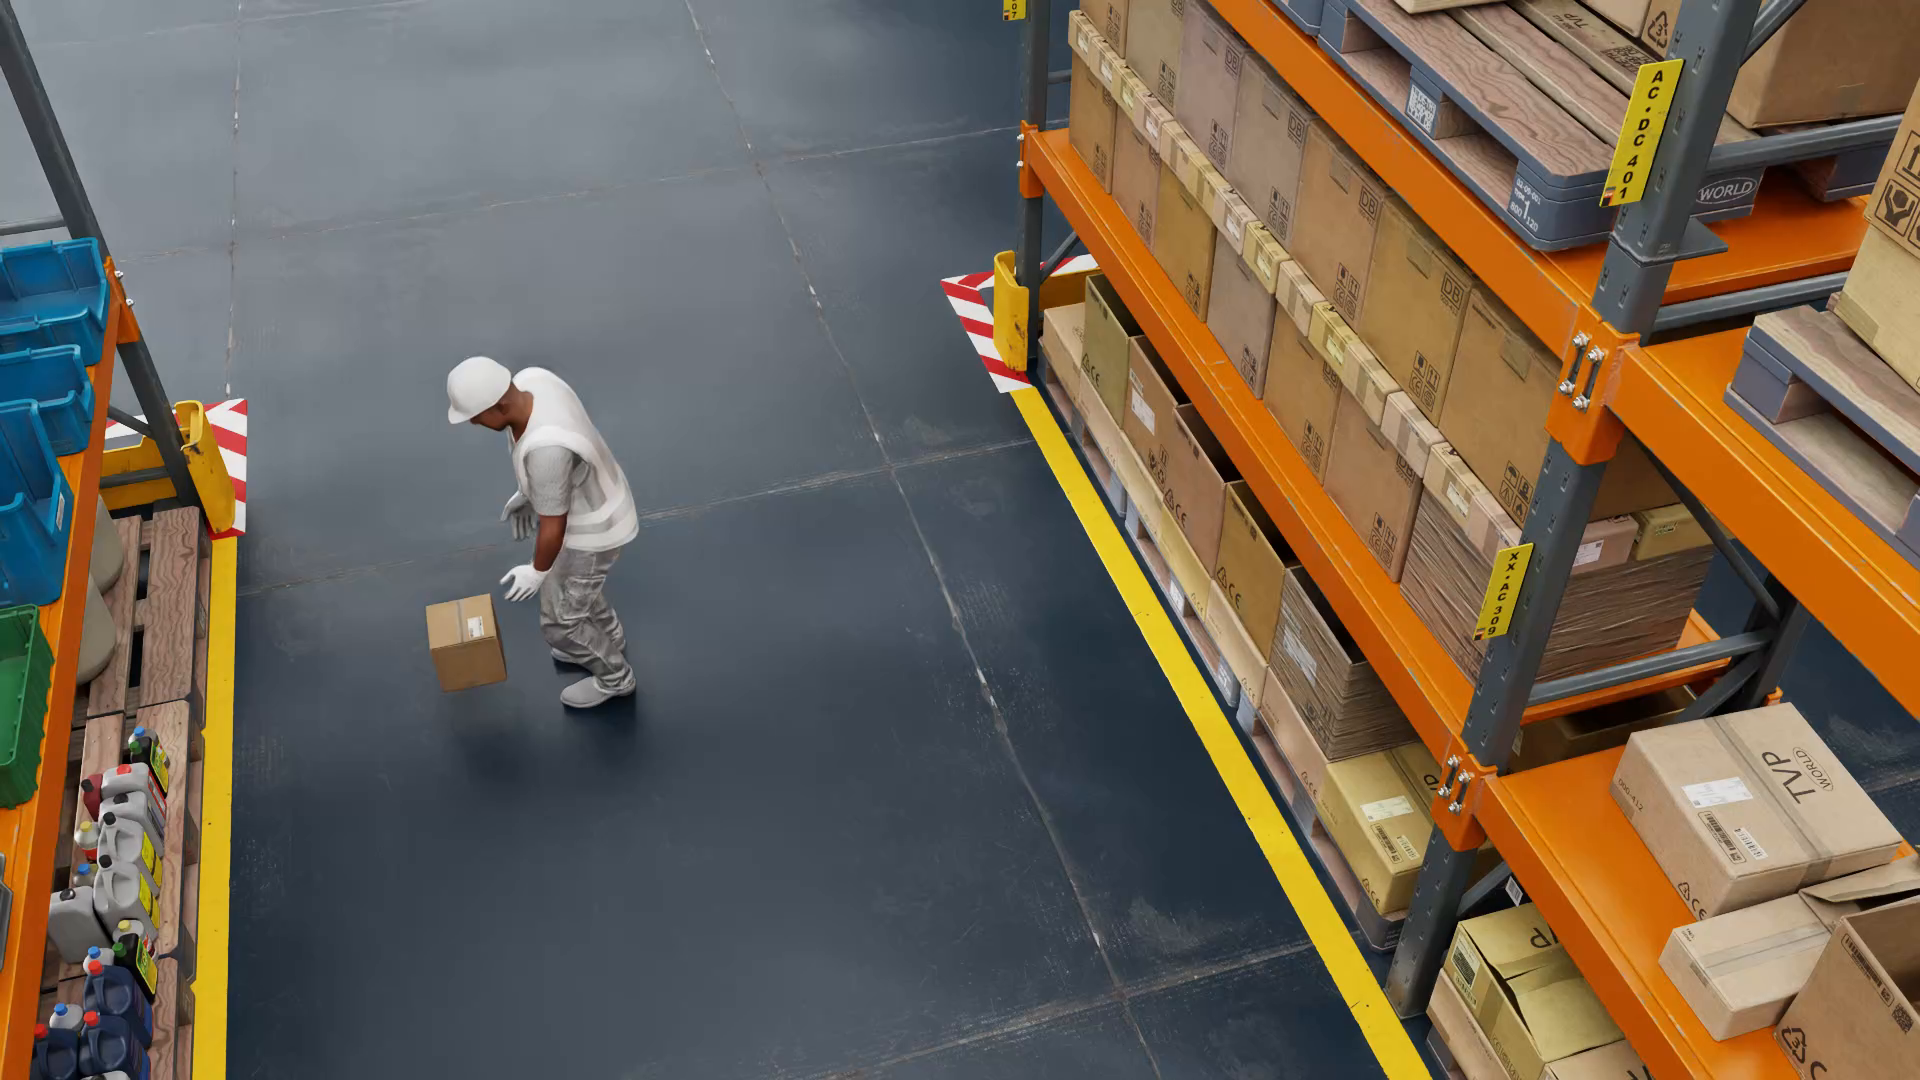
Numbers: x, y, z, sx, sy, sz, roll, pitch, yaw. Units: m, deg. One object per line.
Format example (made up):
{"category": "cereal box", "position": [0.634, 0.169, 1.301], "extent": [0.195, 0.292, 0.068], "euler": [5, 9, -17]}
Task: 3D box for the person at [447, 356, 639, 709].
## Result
{"category": "person", "position": [-1.512, -0.036, 6.292], "extent": [0.584, 1.644, 0.594], "euler": [-11, 43, -12]}
